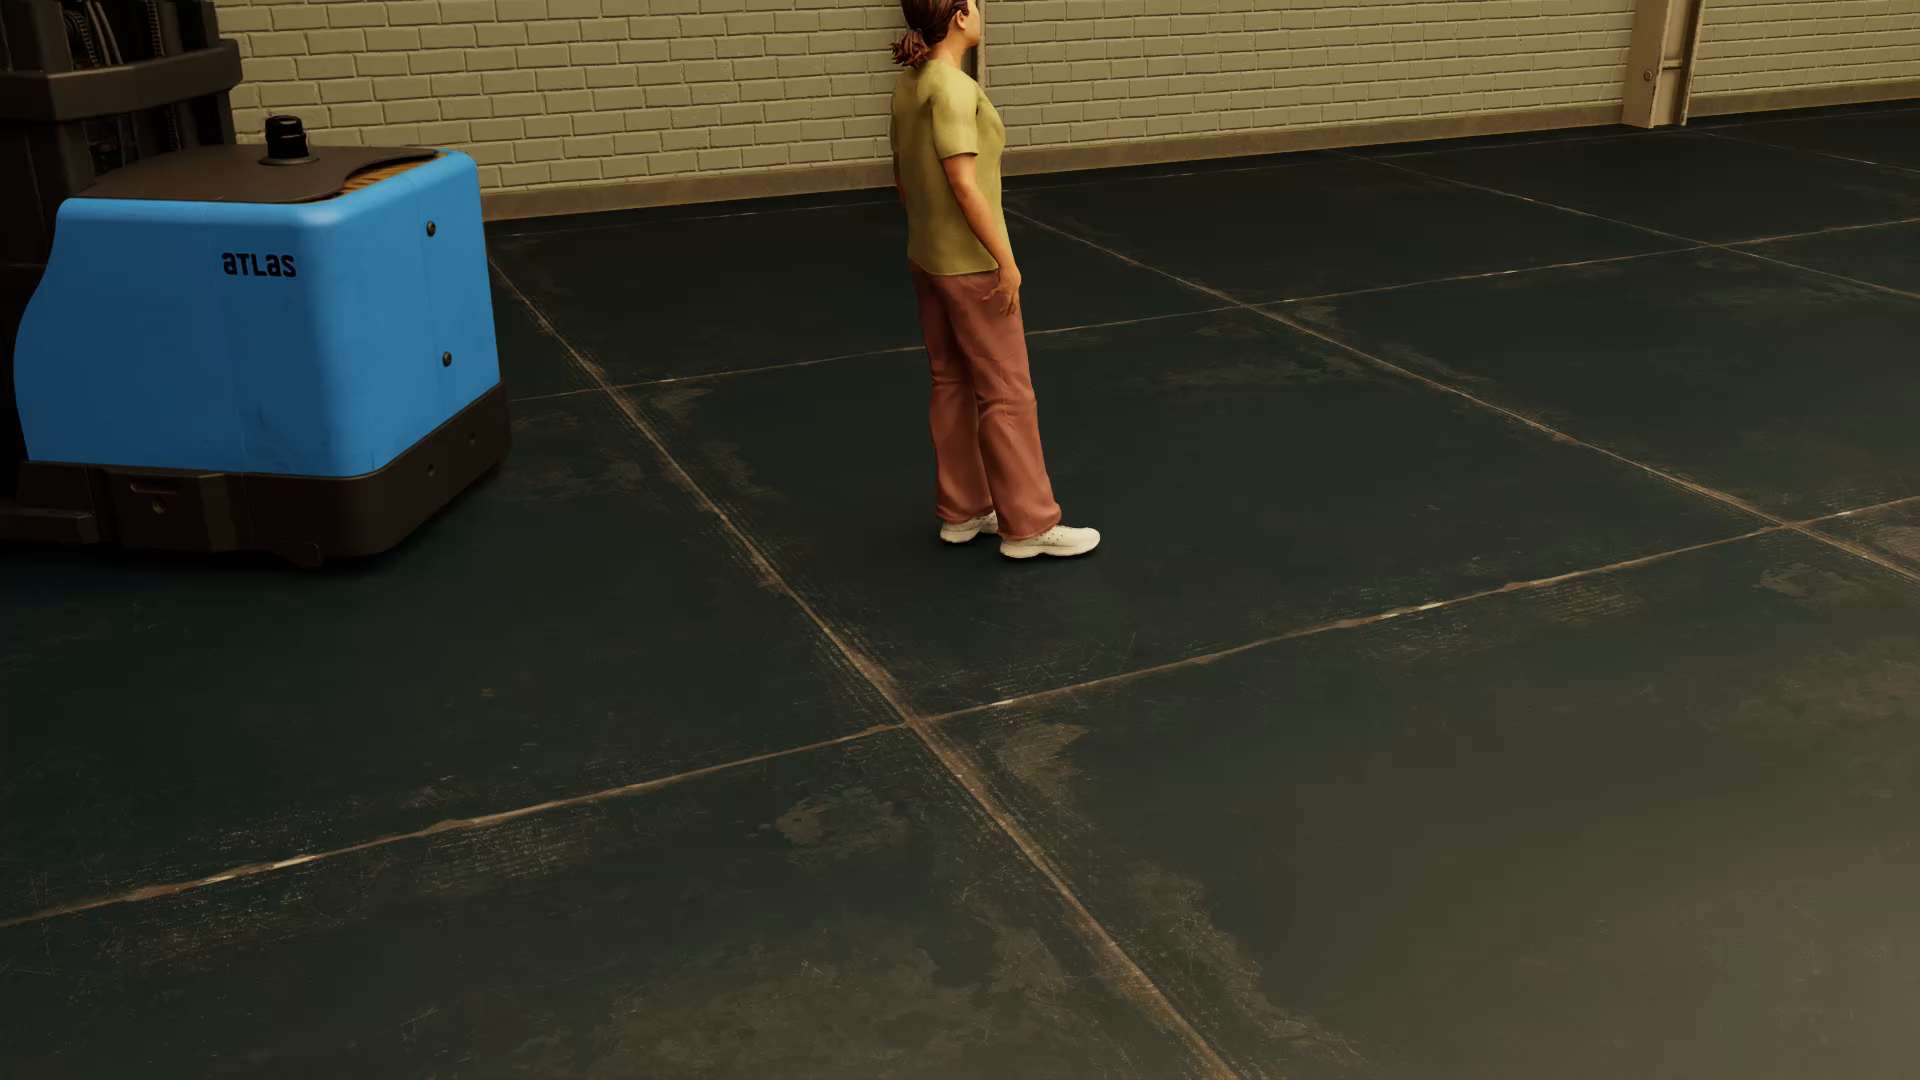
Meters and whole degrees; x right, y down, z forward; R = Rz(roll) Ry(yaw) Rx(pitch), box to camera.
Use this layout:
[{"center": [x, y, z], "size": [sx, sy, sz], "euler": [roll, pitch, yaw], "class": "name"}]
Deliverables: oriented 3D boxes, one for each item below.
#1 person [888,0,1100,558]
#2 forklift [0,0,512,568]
[{"center": [0.072, -0.789, 4.802], "size": [0.548, 1.673, 0.554], "euler": [-10, 25, -23], "class": "person"}, {"center": [-3.089, -1.519, 4.942], "size": [3.031, 2.935, 1.130], "euler": [3, 23, 8], "class": "forklift"}]
